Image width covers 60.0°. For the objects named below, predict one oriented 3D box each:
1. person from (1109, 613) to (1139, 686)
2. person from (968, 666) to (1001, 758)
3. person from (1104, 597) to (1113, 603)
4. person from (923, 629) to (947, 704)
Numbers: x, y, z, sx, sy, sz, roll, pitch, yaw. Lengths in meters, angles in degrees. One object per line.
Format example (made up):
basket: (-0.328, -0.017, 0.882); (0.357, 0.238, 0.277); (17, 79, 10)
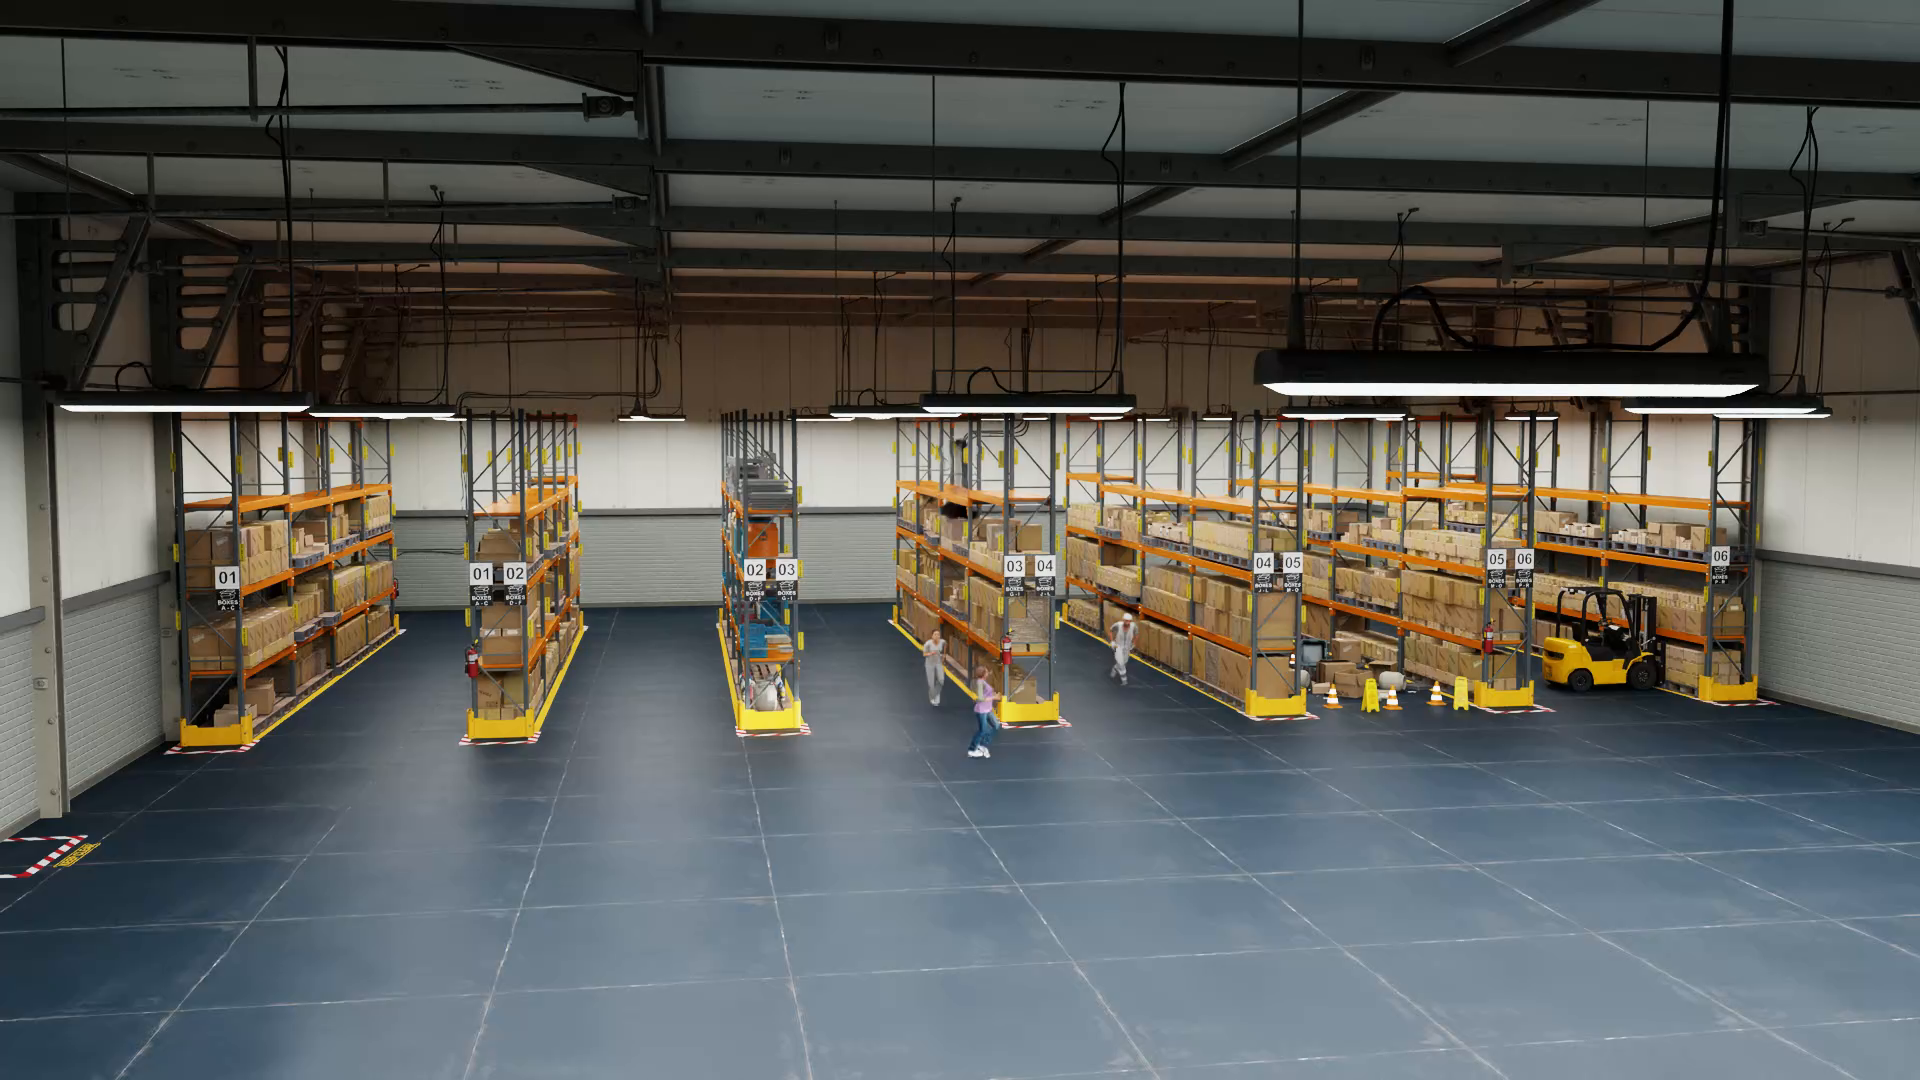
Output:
person: (3.589, 2.378, 36.674); (0.668, 1.627, 1.087); (-1, 4, -9)
person: (0.435, 2.944, 28.445); (0.620, 1.599, 0.515); (1, 4, 17)
person: (4.437, 1.333, 50.499); (0.651, 1.746, 0.689); (-2, 4, -24)
person: (-0.498, 2.563, 33.582); (0.546, 1.588, 0.818); (-1, 4, -10)
